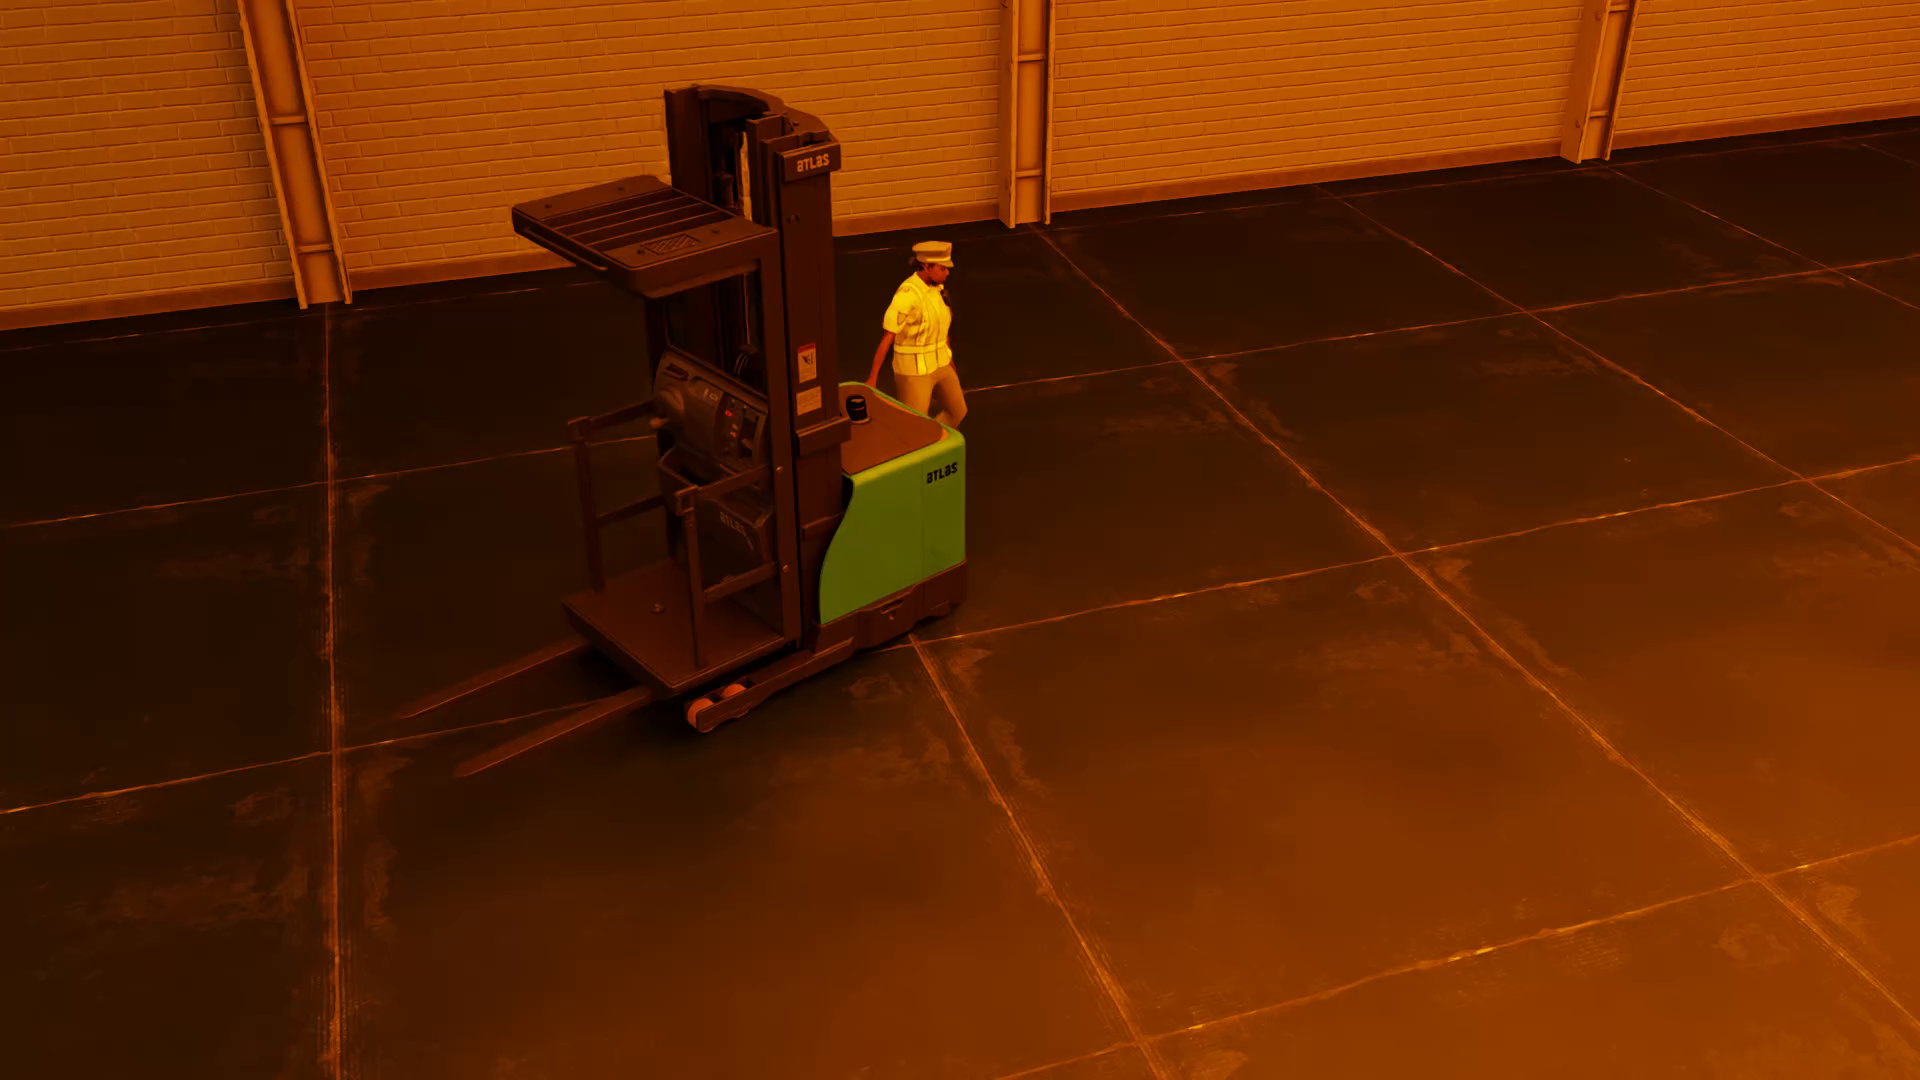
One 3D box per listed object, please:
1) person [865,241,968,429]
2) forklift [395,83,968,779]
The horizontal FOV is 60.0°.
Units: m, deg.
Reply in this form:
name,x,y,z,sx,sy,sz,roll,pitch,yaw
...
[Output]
name,x,y,z,sx,sy,sz,roll,pitch,yaw
person,-0.307,-1.077,10.323,0.466,1.592,0.817,21,36,32
forklift,-1.398,-0.601,8.131,3.031,2.935,1.130,-24,37,-35
